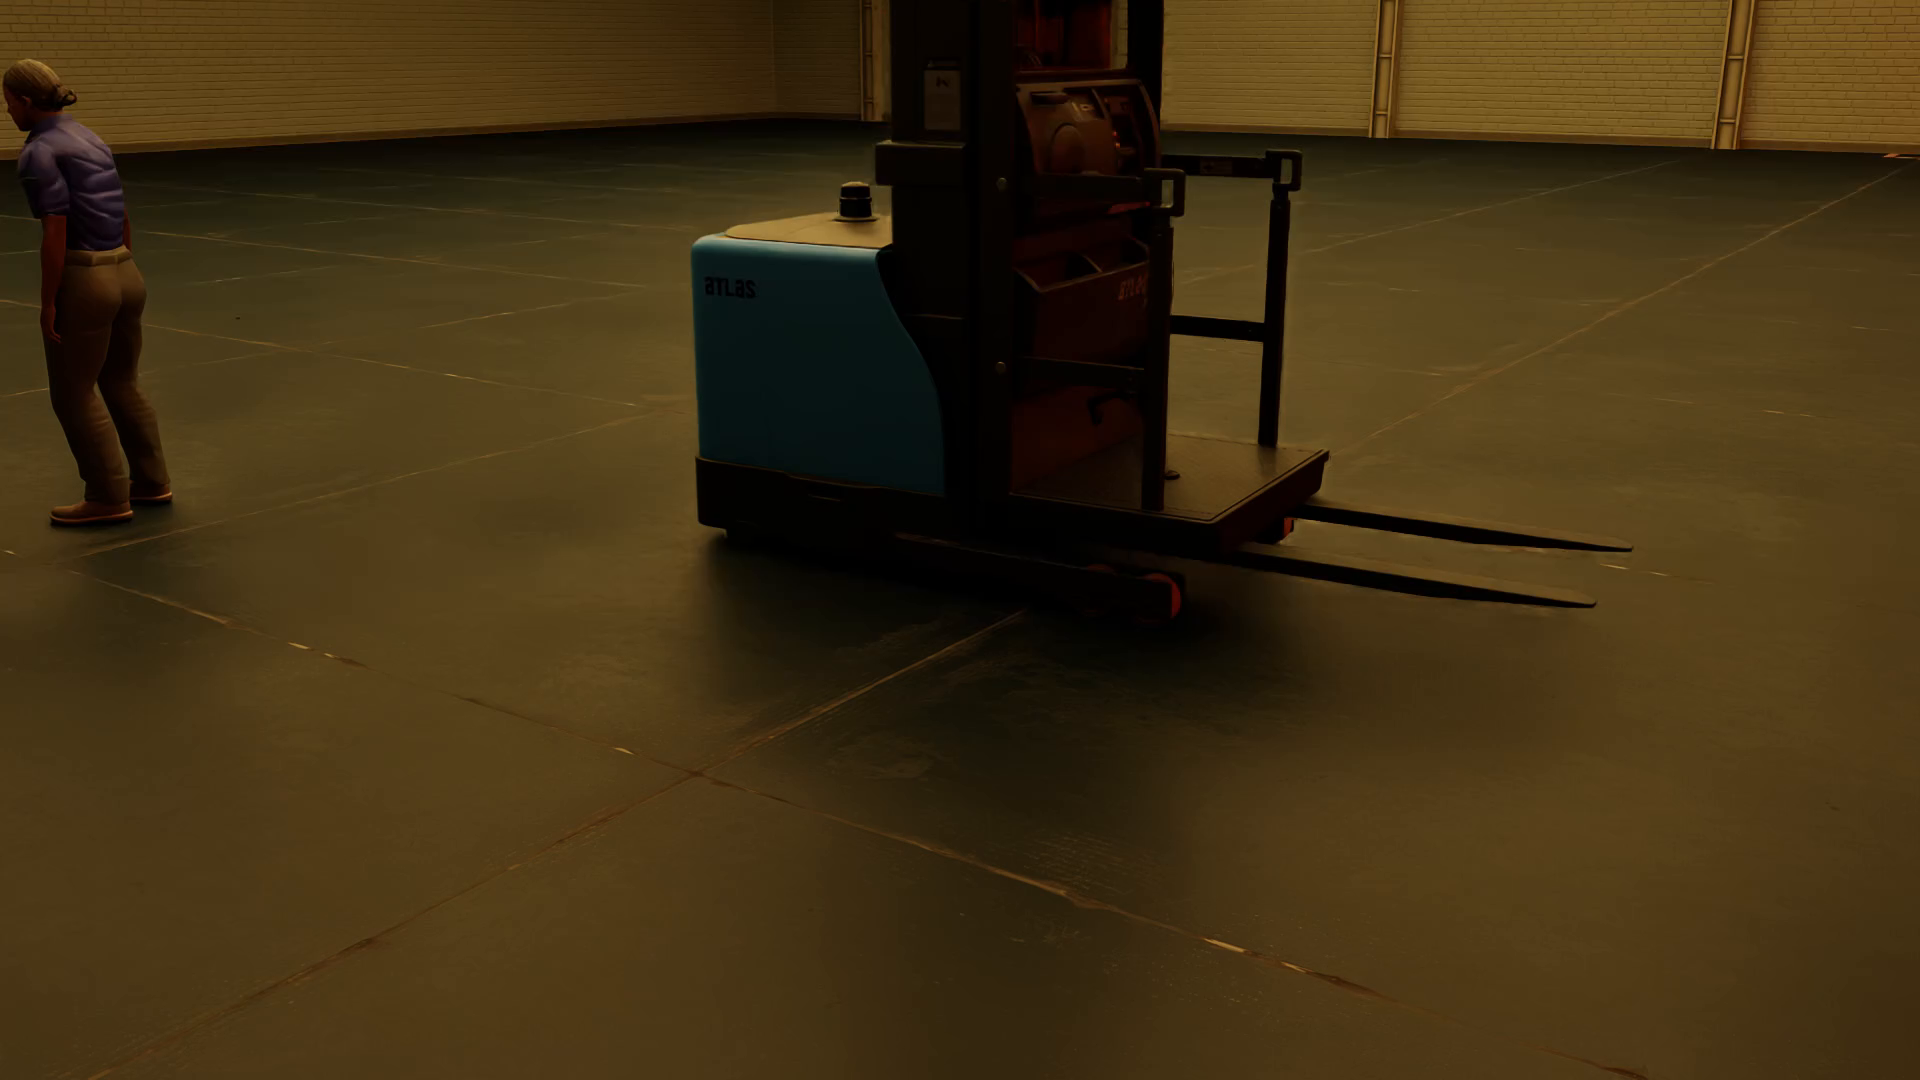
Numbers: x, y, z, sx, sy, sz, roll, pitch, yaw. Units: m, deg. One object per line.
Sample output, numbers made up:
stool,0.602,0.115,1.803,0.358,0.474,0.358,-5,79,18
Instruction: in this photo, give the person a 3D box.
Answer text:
person,-3.187,-0.897,6.068,0.348,1.654,0.504,2,17,6

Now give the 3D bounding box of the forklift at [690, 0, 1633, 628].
forklift,0.597,-1.310,5.214,3.031,2.935,1.130,9,19,29
